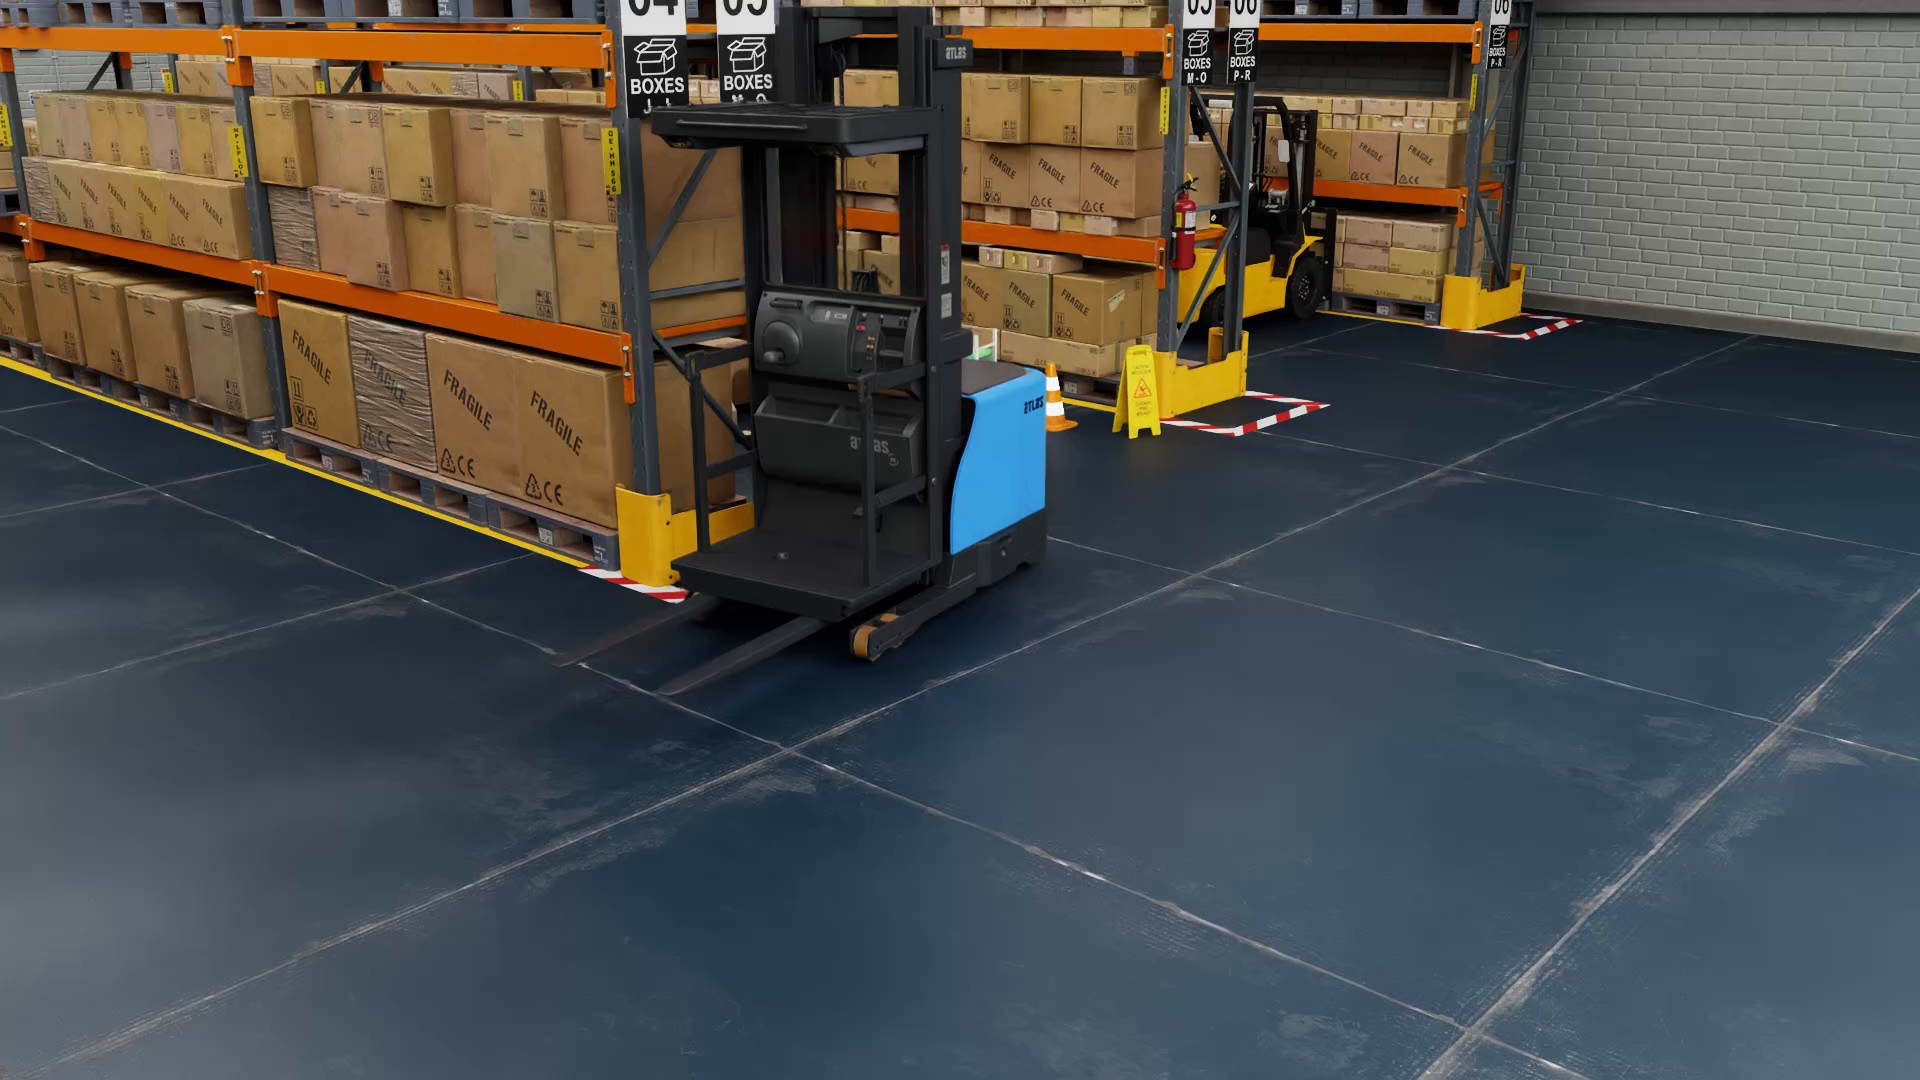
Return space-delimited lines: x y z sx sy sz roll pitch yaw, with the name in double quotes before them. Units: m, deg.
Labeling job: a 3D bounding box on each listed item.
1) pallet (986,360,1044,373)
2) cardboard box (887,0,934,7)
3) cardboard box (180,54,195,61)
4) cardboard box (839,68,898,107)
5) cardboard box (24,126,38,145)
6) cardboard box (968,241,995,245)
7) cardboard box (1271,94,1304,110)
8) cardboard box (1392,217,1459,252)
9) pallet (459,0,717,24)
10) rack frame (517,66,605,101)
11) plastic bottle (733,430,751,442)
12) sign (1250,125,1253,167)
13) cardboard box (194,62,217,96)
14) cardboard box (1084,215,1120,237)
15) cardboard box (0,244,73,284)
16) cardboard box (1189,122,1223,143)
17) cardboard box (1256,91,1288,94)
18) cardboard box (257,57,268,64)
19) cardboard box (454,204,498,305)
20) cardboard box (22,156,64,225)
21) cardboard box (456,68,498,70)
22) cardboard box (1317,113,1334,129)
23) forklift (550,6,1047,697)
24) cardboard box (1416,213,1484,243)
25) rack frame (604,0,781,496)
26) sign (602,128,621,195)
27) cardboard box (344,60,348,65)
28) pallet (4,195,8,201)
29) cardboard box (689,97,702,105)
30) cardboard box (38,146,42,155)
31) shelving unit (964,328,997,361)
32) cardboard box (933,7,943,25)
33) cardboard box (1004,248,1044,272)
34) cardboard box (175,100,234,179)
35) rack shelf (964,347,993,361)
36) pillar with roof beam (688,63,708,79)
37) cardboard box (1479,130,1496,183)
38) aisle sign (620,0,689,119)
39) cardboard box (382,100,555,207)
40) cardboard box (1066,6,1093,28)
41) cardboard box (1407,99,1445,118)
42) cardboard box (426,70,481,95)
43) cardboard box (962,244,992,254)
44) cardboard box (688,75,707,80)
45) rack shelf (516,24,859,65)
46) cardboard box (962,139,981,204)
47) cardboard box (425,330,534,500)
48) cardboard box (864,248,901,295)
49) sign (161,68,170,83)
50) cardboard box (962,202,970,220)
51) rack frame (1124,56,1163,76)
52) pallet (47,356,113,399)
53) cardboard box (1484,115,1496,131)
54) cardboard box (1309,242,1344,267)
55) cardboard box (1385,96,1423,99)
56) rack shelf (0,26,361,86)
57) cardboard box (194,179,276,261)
"pallet" 0.296 -1.585 14.258 1.213 0.211 1.003 15 23 39
"cardboard box" -0.241 -4.431 13.412 0.500 0.250 0.500 15 23 40
"cardboard box" -10.040 -6.395 21.913 0.250 0.149 0.380 16 23 40
"cardboard box" -0.594 -3.707 14.025 0.500 0.500 0.700 15 23 40
"cardboard box" -7.949 -3.553 14.587 0.250 0.149 0.380 15 23 39
"cardboard box" 0.609 -3.889 20.137 0.625 0.625 0.875 14 22 37
"cardboard box" 3.401 -4.491 17.074 0.250 0.149 0.380 15 23 39
"cardboard box" 4.586 -2.995 16.288 0.500 0.250 0.500 16 24 41
"pallet" -1.927 -2.877 8.906 1.213 0.211 1.003 15 23 39
"rack frame" -4.138 -4.089 17.538 0.127 3.000 1.000 15 23 39
"plastic bottle" -1.501 -0.732 11.816 0.283 0.061 0.133 7 19 21
"sign" 2.205 -3.018 12.733 0.005 0.325 0.100 15 23 39
"cardboard box" -9.561 -5.957 21.605 0.500 0.500 0.500 14 23 38
"cardboard box" 1.160 -2.416 12.680 0.250 0.149 0.380 15 23 39
"cardboard box" -8.034 -2.393 14.393 0.500 0.250 0.500 14 23 38
"cardboard box" 2.705 -4.209 17.749 0.500 0.500 0.500 16 23 40
"cardboard box" 3.361 -4.710 17.766 0.250 0.149 0.380 15 23 38
"cardboard box" -8.486 -5.987 20.626 0.250 0.149 0.380 14 23 38
"cardboard box" -2.434 -1.725 9.840 0.550 0.550 0.875 15 23 39
"cardboard box" -7.192 -2.846 13.454 0.500 0.500 0.500 15 23 40
"cardboard box" -5.474 -5.075 18.825 0.500 0.500 0.500 16 23 40
"cardboard box" 3.716 -4.222 16.719 0.250 0.149 0.380 15 23 40
"forklift" -0.708 -0.988 7.878 1.130 2.935 3.031 10 20 29
"cardboard box" 4.903 -3.112 16.658 0.500 0.250 0.500 15 23 38
"rack frame" -1.365 -1.343 8.884 0.127 3.000 1.000 15 23 39
"sign" -1.735 -1.888 8.295 0.005 0.325 0.100 15 23 39
"cardboard box" -7.396 -5.896 20.340 0.250 0.149 0.380 15 23 40
"pallet" -8.856 -3.246 15.198 1.213 0.211 1.003 15 23 39
"cardboard box" -2.398 -3.921 15.656 0.500 0.500 0.500 16 24 41
"cardboard box" -7.781 -3.368 14.494 0.250 0.149 0.380 16 24 42
"shelving unit" -0.070 -0.630 9.614 0.503 1.200 0.258 10 20 28
"cardboard box" -0.170 -4.199 13.342 0.250 0.149 0.380 14 23 38
"cardboard box" 0.568 -2.251 13.285 0.250 0.149 0.380 16 23 40
"cardboard box" -5.118 -2.871 11.882 0.500 0.500 0.700 15 23 38
"rack shelf" -0.070 -1.027 9.488 0.480 0.148 0.258 10 20 28
"pillar with roof beam" -6.618 -8.245 20.717 0.400 9.000 9.100 15 23 39
"cardboard box" 4.951 -3.817 16.514 0.500 0.500 0.500 16 24 41
"aisle sign" -1.511 -2.500 8.232 0.004 0.787 0.394 15 23 39
"cardboard box" -2.901 -2.322 9.937 0.500 0.550 0.875 15 23 39
"cardboard box" 1.009 -3.905 12.414 0.250 0.149 0.380 16 24 41
"cardboard box" 4.524 -4.172 16.070 0.250 0.149 0.380 15 23 39
"cardboard box" -5.455 -4.861 18.150 0.500 0.500 0.500 15 23 39
"cardboard box" 0.238 -2.271 14.421 0.500 0.500 0.500 17 24 42
"cardboard box" -2.727 -4.523 16.483 0.250 0.149 0.380 14 22 37
"rack shelf" -2.642 -4.775 15.928 4.000 0.370 1.077 15 23 39
"cardboard box" 0.147 -3.028 13.537 0.500 0.500 0.500 15 23 40
"cardboard box" -2.575 -0.828 10.079 0.875 0.875 0.875 15 23 38
"cardboard box" -0.476 -2.249 14.351 0.500 0.500 0.500 16 24 41
"sign" -13.043 -7.691 27.522 0.001 0.242 0.339 15 23 39
"cardboard box" 0.034 -2.727 13.662 0.250 0.149 0.380 15 23 39
"rack frame" 2.145 -4.410 18.549 0.127 3.000 1.000 15 23 39
"pallet" -6.809 -1.445 13.815 1.213 0.211 1.003 15 23 39
"cardboard box" 5.056 -4.090 16.304 0.250 0.149 0.380 14 23 38
"cardboard box" 3.798 -2.964 17.017 0.500 0.250 0.500 14 23 38
"cardboard box" 4.472 -4.384 16.738 0.250 0.149 0.380 15 23 40
"rack shelf" -5.852 -3.634 12.335 4.000 0.370 1.077 15 23 39
"cardboard box" -4.924 -2.238 11.539 0.500 0.500 0.500 15 23 39
